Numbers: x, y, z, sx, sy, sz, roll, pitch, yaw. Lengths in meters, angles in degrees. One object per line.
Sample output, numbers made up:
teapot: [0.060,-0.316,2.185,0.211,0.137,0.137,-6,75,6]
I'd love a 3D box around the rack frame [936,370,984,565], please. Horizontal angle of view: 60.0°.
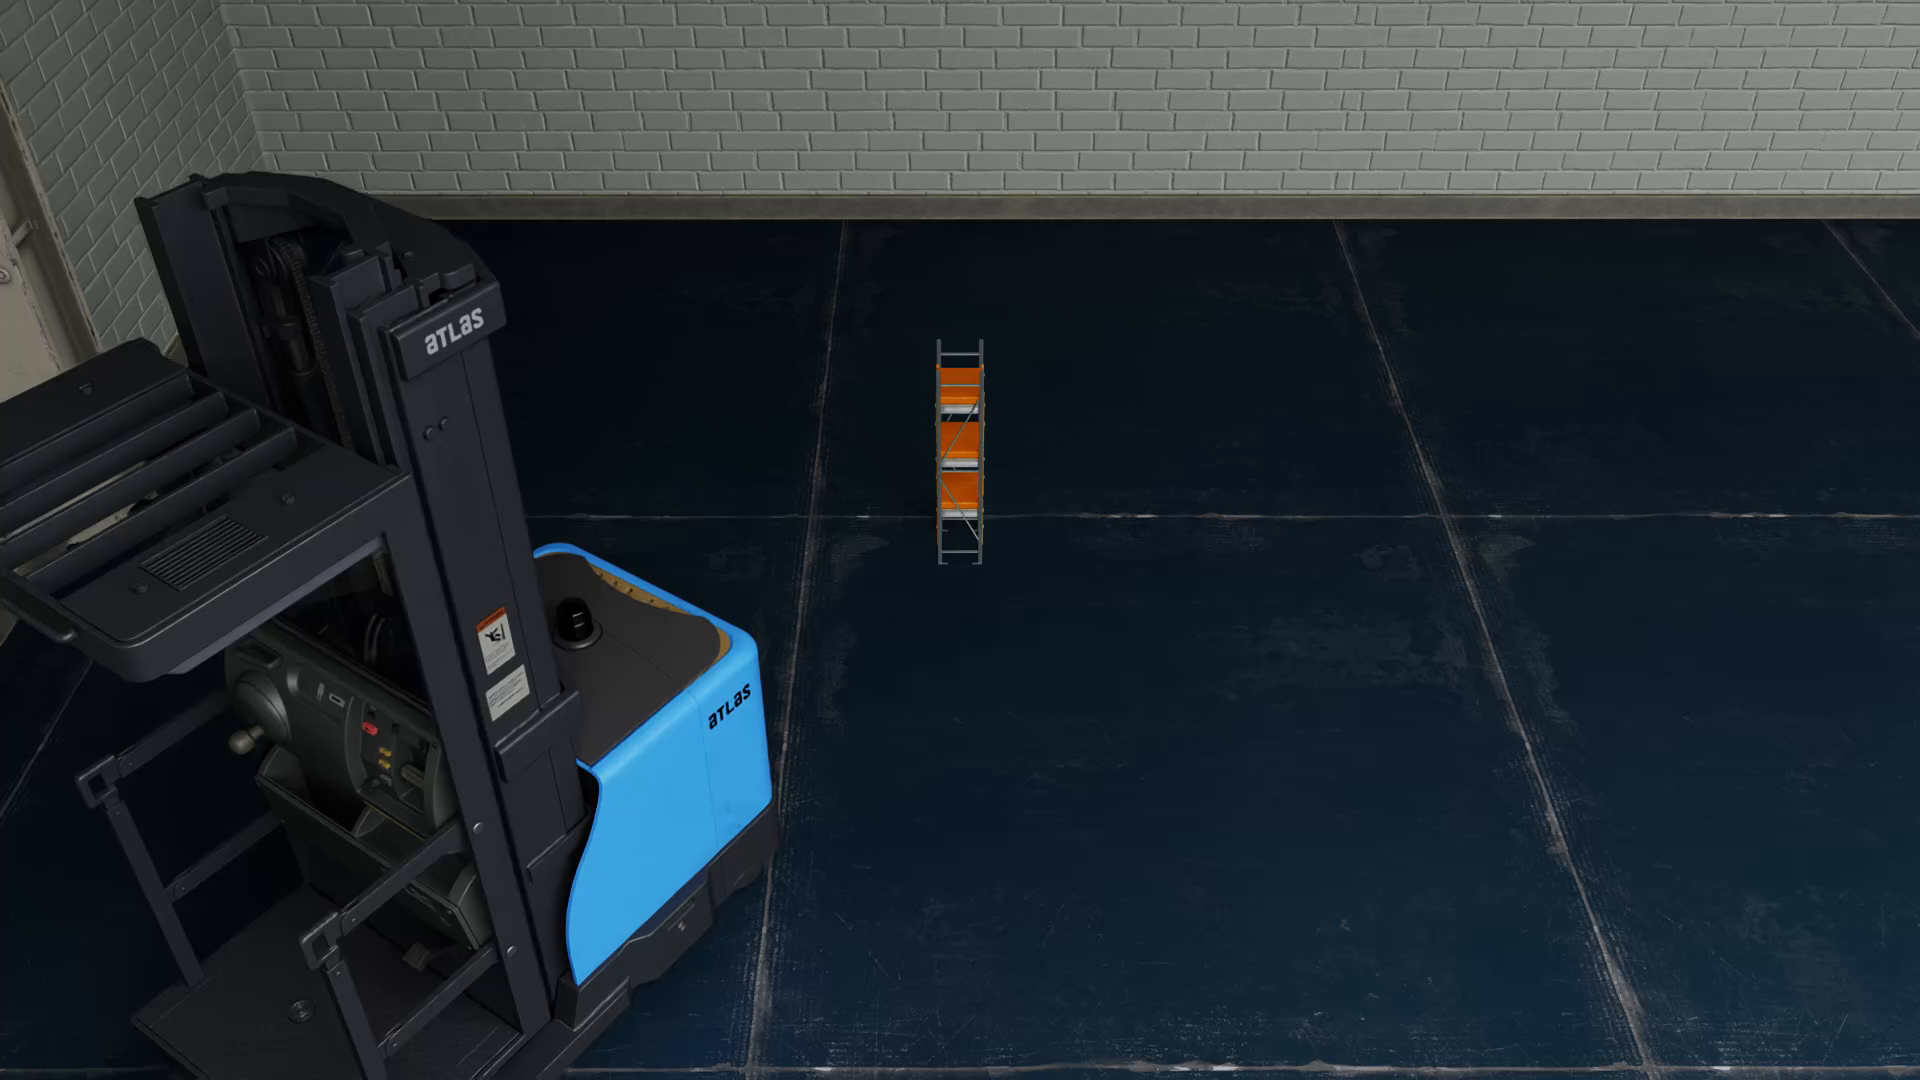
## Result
rack frame: [0.000,-0.300,7.285,0.200,1.050,0.008,0,39,0]

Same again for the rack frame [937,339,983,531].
rack frame: [0.000,-0.453,7.475,0.200,1.050,0.008,0,39,0]

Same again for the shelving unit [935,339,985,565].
shelving unit: [0.000,-0.376,7.380,0.215,1.050,0.252,0,39,0]

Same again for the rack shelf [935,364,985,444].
rack shelf: [0.000,-0.589,7.209,0.215,0.259,0.240,0,39,0]

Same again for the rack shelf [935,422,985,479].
rack shelf: [0.000,-0.368,7.387,0.215,0.259,0.240,0,39,0]

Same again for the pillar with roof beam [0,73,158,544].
pillar with roof beam: [0.281,-3.622,5.074,9.100,9.000,0.400,0,39,0]

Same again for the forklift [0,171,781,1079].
forklift: [-1.927,0.606,4.650,1.130,2.935,3.031,24,44,27]

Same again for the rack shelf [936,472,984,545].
rack shelf: [0.000,-0.151,7.560,0.215,0.259,0.240,0,39,0]
